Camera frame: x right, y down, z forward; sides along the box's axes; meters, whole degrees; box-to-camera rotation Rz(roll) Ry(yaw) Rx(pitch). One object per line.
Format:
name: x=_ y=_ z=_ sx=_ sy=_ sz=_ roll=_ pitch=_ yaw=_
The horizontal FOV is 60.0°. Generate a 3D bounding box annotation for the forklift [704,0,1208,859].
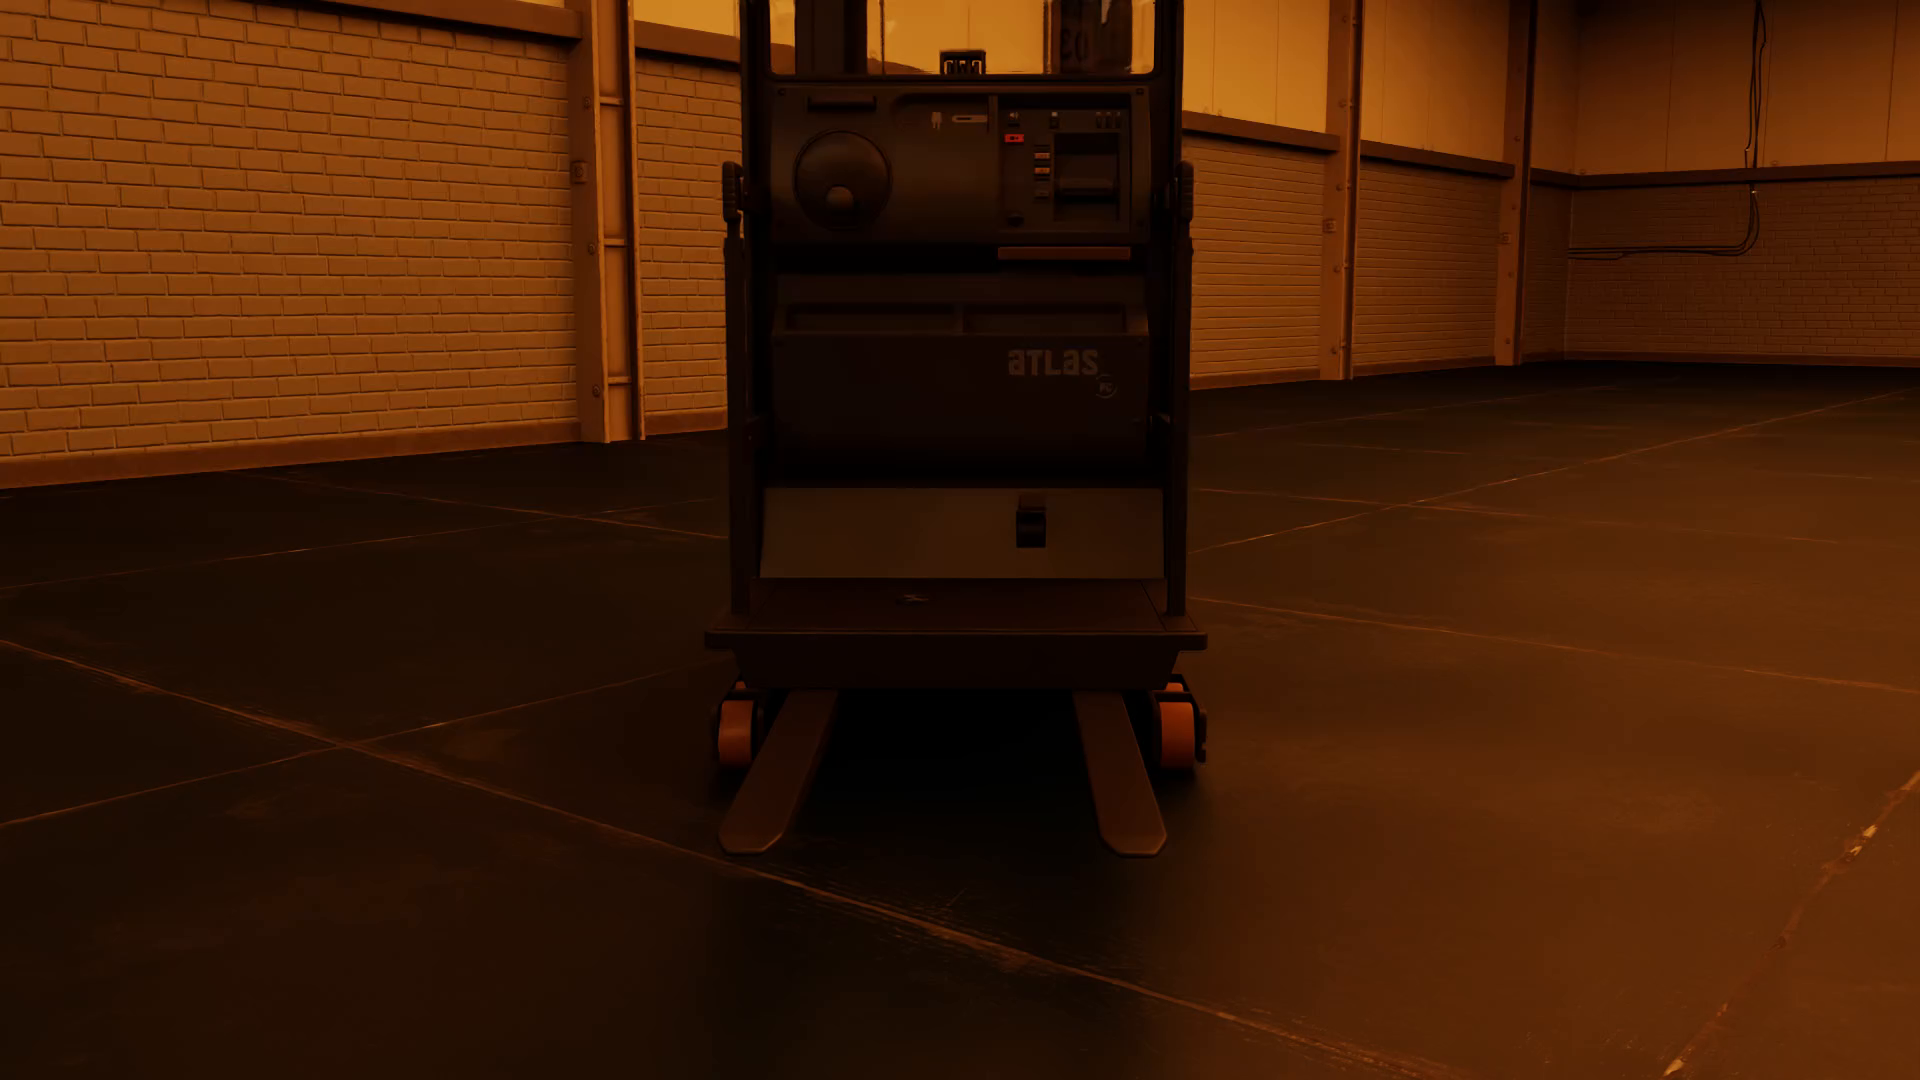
forklift: x=-0.001 y=-0.966 z=3.883 sx=1.130 sy=2.935 sz=3.031 roll=0 pitch=8 yaw=1
